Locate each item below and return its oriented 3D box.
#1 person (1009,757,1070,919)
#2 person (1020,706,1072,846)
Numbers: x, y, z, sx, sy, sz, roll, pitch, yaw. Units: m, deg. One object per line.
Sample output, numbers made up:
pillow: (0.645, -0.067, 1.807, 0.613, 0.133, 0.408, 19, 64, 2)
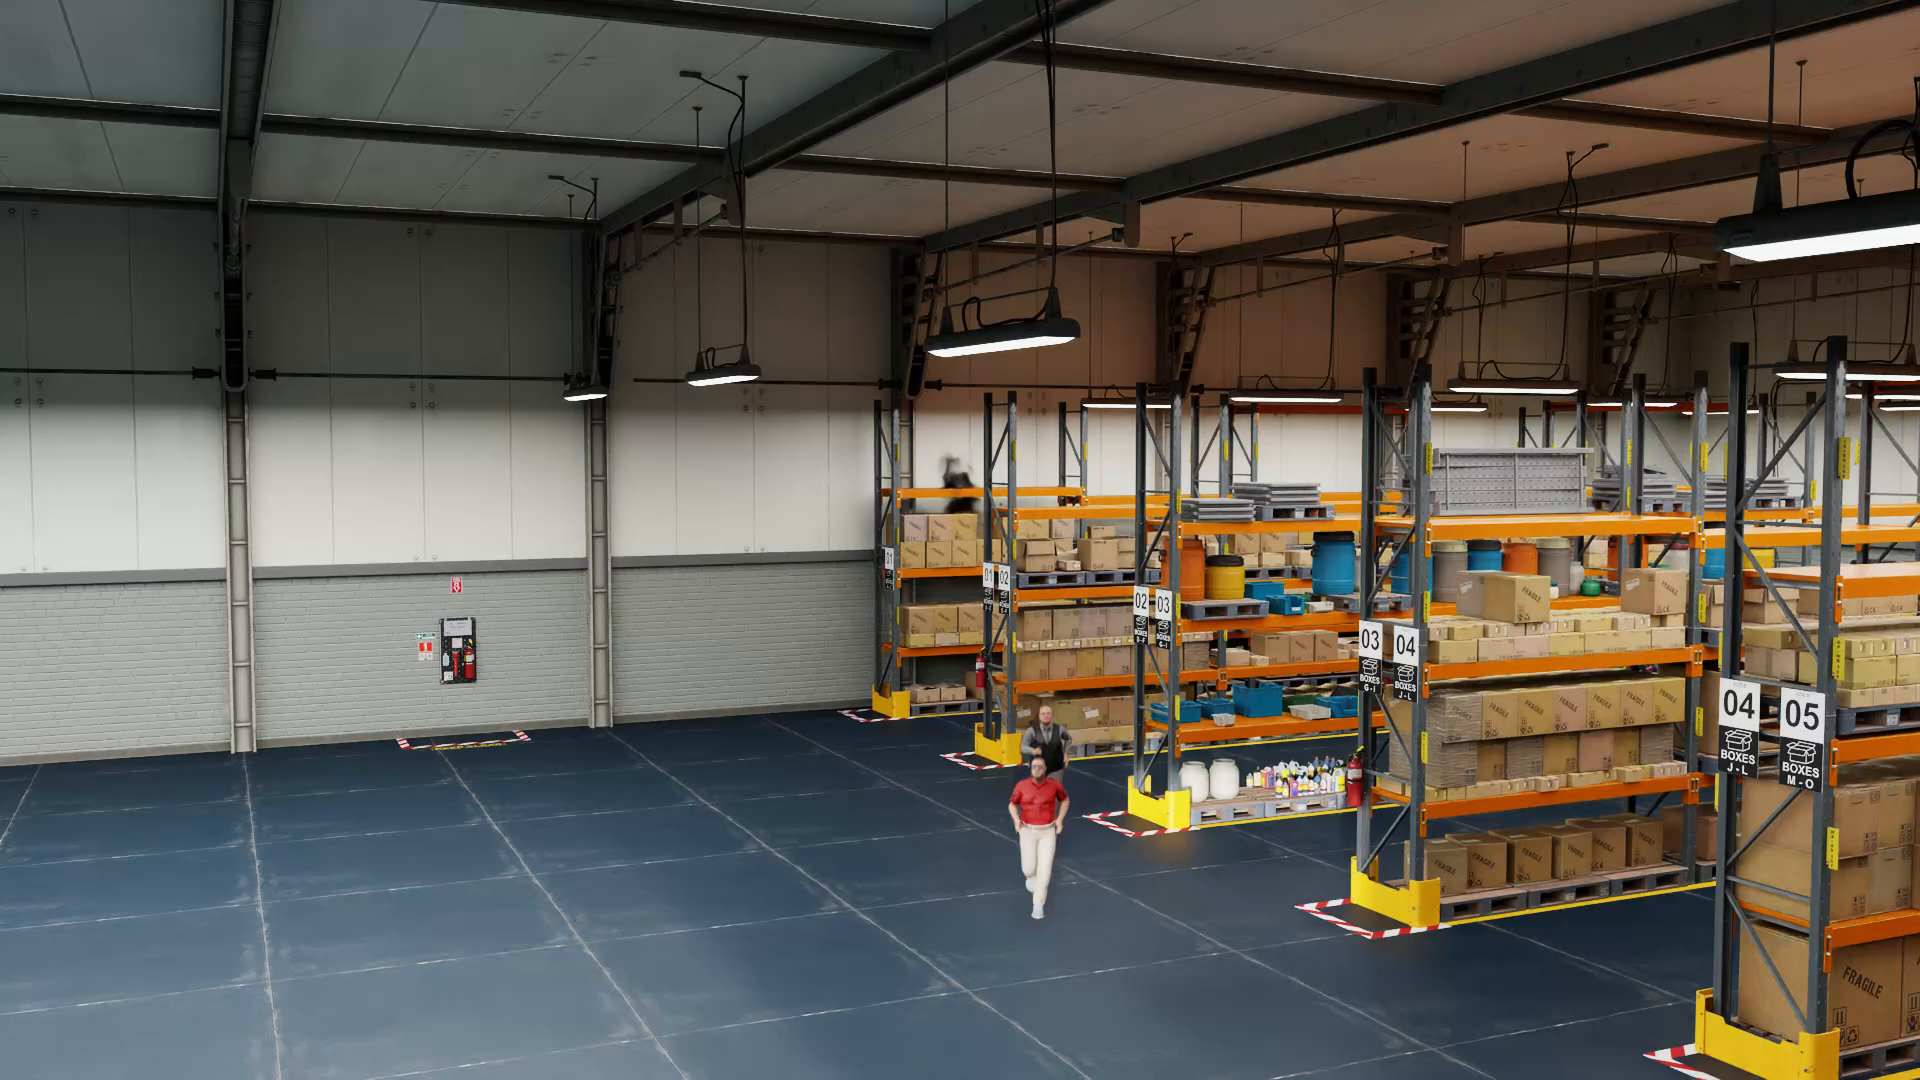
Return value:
person: (0.867, 3.258, 18.446, 0.652, 1.715, 0.829, 0, 3, 6)
person: (1.117, 3.021, 21.583, 0.654, 1.745, 0.895, 0, 3, 7)
